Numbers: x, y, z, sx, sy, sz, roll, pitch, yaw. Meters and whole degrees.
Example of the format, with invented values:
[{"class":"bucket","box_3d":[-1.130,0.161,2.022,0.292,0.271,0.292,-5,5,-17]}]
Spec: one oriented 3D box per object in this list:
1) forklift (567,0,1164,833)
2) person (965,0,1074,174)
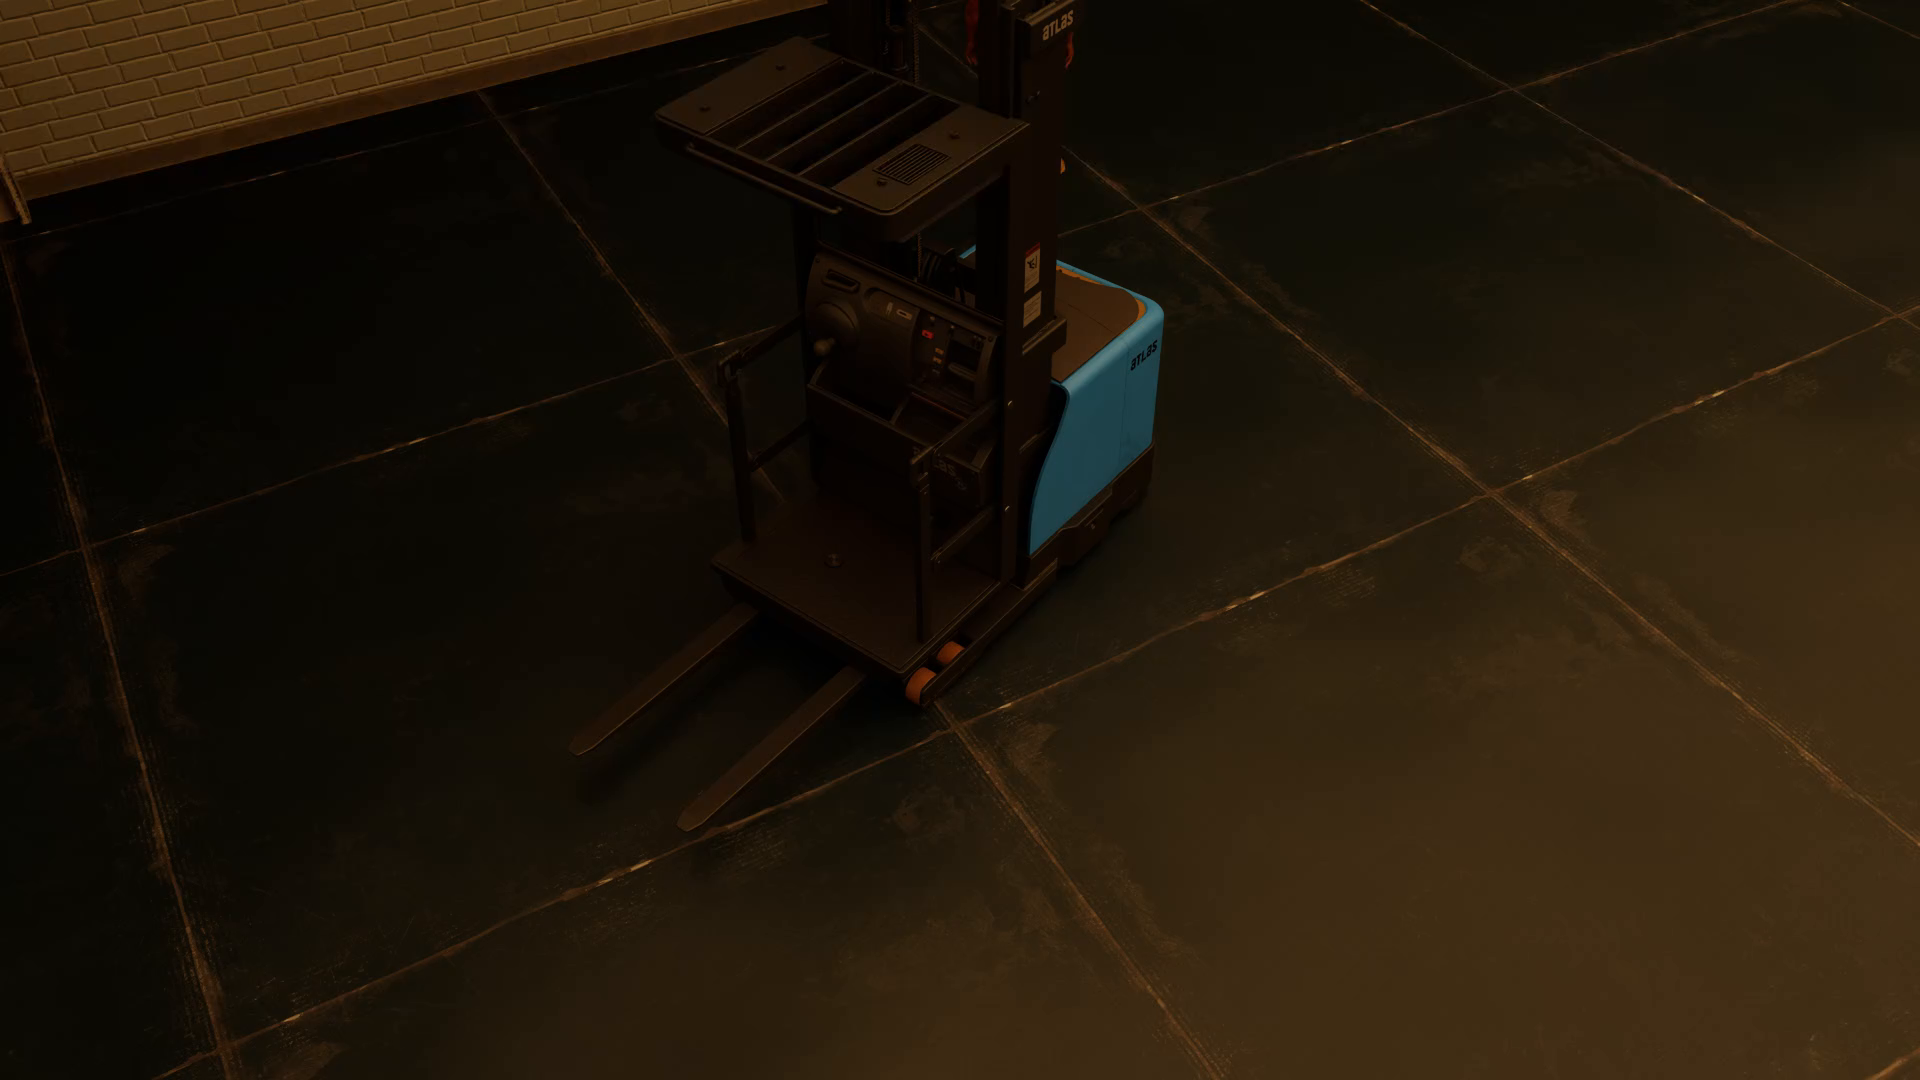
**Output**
[{"class":"forklift","box_3d":[-0.375,-0.749,6.505,1.130,2.935,3.031,28,50,27]},{"class":"person","box_3d":[0.347,-2.899,9.687,0.636,1.761,0.454,3,43,4]}]
